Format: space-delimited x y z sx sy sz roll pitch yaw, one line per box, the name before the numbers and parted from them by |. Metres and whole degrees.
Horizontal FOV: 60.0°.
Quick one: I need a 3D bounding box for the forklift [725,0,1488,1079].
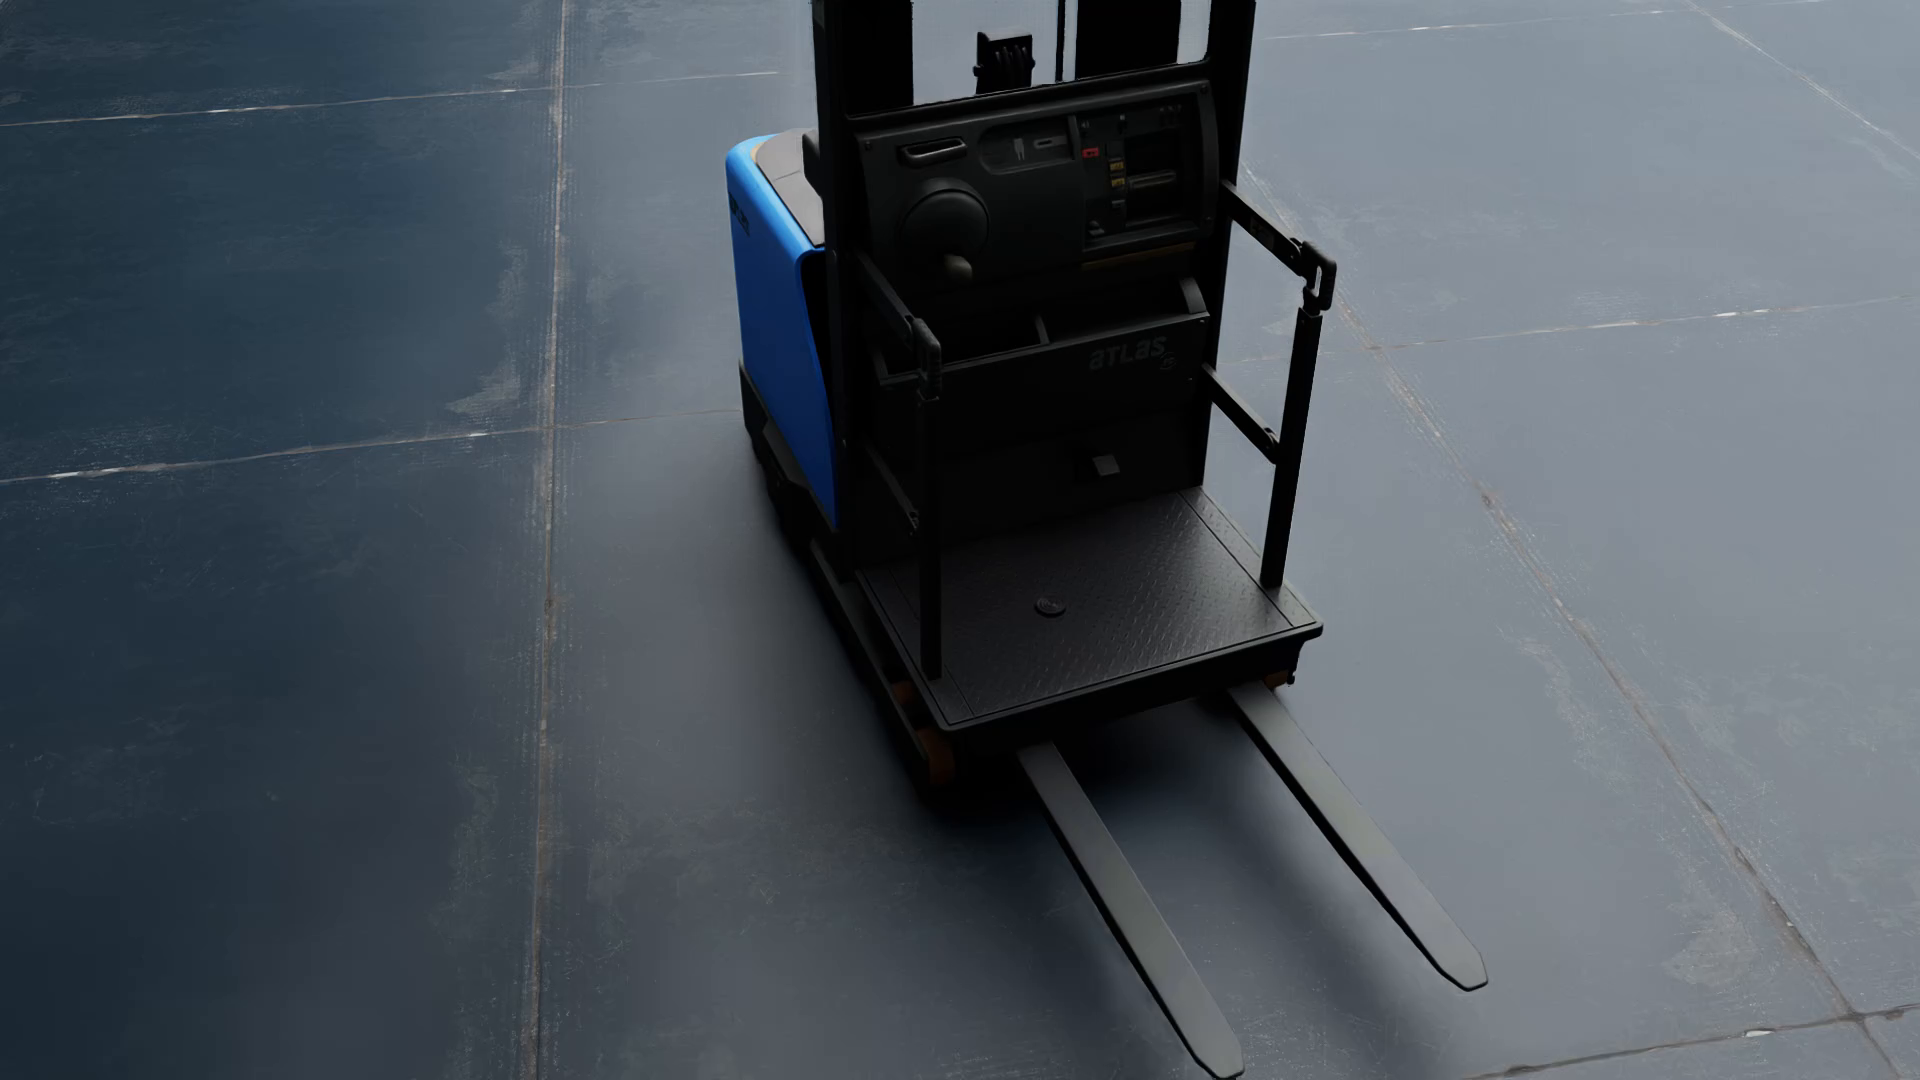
forklift | 0.286 -0.799 3.889 1.130 2.935 3.031 -14 40 -17
